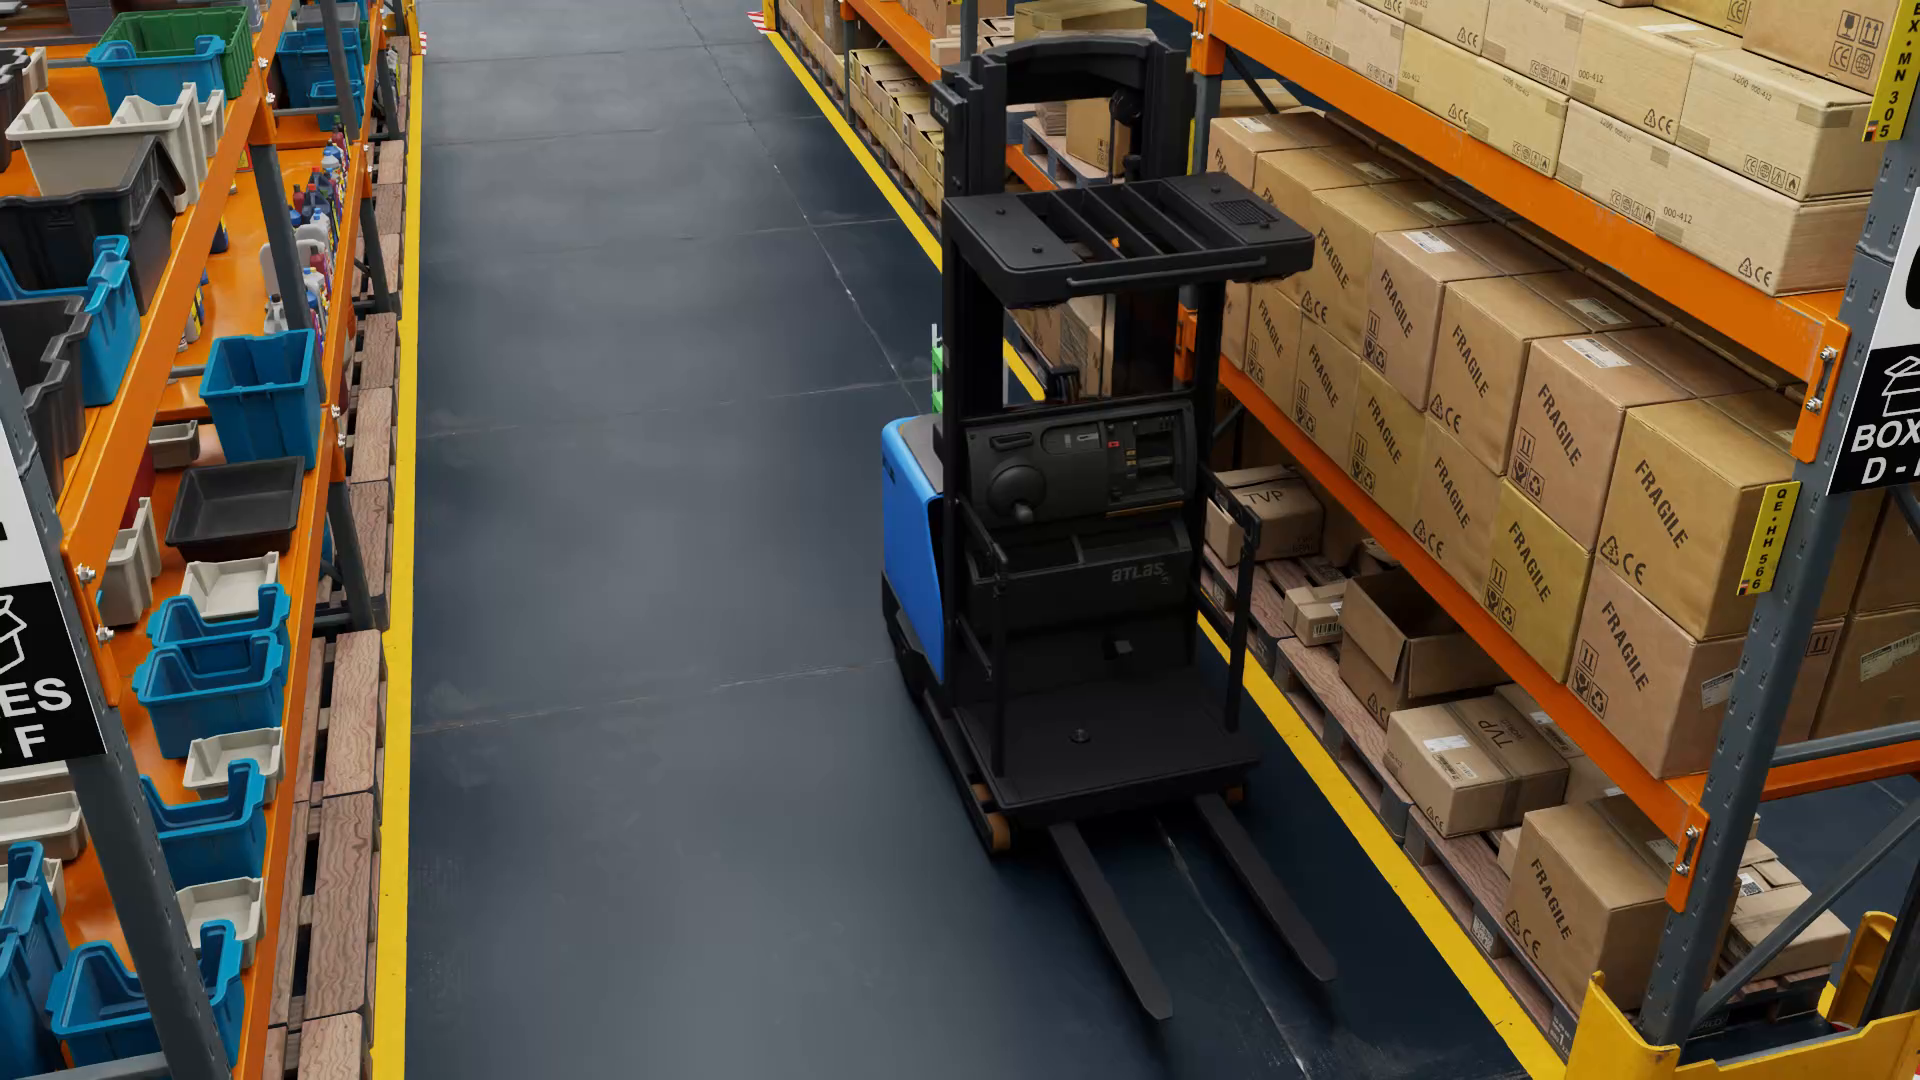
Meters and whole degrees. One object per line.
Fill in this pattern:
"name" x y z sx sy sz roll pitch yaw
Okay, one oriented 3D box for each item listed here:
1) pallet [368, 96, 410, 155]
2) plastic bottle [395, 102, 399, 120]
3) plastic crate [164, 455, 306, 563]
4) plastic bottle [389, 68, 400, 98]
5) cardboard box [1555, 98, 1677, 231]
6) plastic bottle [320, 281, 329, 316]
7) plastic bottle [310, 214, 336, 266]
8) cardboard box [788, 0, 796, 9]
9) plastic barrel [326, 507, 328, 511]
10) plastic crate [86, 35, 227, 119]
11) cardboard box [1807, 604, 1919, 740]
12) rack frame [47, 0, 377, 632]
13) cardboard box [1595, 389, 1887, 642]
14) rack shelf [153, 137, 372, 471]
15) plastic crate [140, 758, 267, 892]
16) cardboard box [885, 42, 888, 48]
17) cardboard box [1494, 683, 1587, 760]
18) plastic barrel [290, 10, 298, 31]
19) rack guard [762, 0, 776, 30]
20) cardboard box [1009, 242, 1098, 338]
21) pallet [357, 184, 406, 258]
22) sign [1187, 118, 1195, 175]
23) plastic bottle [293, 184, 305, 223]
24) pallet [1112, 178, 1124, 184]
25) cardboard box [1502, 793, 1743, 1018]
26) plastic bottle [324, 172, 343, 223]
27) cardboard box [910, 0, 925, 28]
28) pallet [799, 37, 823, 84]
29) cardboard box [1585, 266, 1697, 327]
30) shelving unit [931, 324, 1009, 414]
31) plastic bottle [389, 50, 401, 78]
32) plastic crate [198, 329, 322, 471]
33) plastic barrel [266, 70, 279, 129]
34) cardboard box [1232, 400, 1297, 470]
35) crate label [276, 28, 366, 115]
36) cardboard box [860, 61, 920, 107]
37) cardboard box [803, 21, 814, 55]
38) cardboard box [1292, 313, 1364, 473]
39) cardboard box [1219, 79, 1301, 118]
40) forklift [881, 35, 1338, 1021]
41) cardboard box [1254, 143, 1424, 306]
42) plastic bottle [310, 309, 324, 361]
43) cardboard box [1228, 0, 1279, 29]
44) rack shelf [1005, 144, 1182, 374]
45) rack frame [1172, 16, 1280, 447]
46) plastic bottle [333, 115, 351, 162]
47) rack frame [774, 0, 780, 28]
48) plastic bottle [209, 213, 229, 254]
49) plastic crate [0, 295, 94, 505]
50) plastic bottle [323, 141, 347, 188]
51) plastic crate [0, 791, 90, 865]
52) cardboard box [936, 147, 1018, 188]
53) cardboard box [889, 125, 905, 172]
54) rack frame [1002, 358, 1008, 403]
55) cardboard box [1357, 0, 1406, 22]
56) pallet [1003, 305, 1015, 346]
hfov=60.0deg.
"pallet" -5.476 -3.689 14.913 1.003 0.211 1.213 -8 31 -13
"plastic bottle" -5.027 -3.807 14.687 0.097 0.201 0.097 0 30 0
"plastic crate" -2.658 -0.104 6.151 0.437 0.125 0.590 -8 31 -13
"plastic bottle" -5.206 -4.202 15.288 0.061 0.283 0.133 -6 31 -11
"cardboard box" 2.111 -1.116 4.840 0.500 0.250 0.500 -8 31 -13
"plastic bottle" -3.097 -1.174 7.982 0.097 0.201 0.097 0 30 0
"plastic bottle" -3.282 -1.540 8.544 0.097 0.271 0.097 0 30 0
"cardboard box" -1.560 -5.941 17.597 0.500 0.500 0.500 -8 31 -13
"plastic barrel" -3.530 -0.583 8.438 0.600 0.901 0.708 -8 31 -13
"plastic crate" -2.665 -1.531 5.573 0.416 0.233 0.300 -8 31 -13
"cardboard box" 2.761 0.280 5.172 0.500 0.500 0.500 -7 31 -12
"rack frame" -3.214 -0.702 6.969 1.000 3.000 0.127 -8 31 -13
"cardboard box" 2.241 -0.082 4.799 0.500 0.500 0.500 -8 31 -14
"rack shelf" -3.745 -1.357 8.818 1.077 0.370 4.000 -8 31 -13
"plastic crate" -2.075 0.795 4.489 0.416 0.233 0.300 -8 31 -13
"cardboard box" -0.522 -5.045 16.049 0.500 0.500 0.500 -8 31 -13
"cardboard box" 2.488 0.789 6.698 0.500 0.250 0.500 -8 31 -13
"plastic barrel" -5.134 -3.847 12.539 0.301 0.262 0.301 0 30 0
"rack guard" -1.629 -6.085 18.763 1.175 0.500 0.348 -8 31 -13
"cardboard box" 0.619 -1.647 10.657 0.500 0.500 0.500 -8 31 -14
"pallet" -4.764 -2.395 12.677 1.003 0.211 1.213 -8 31 -13
"sign" 1.028 -1.785 7.683 0.100 0.325 0.005 -8 31 -13
"plastic bottle" -3.544 -1.785 8.955 0.061 0.283 0.133 -8 31 -13
"pallet" 1.456 -1.676 8.844 1.003 0.211 1.213 -8 31 -13
"cardboard box" 2.242 1.234 5.679 0.500 0.500 0.500 -8 31 -13
"plastic bottle" -3.454 -1.893 9.143 0.061 0.283 0.133 -8 31 -13
"cardboard box" -0.100 -4.397 13.252 0.500 0.500 0.500 -8 31 -13
"pallet" -1.059 -4.996 17.171 1.003 0.211 1.213 -8 31 -13
"cardboard box" 2.486 -0.646 5.774 0.500 0.500 0.500 -7 31 -13
"shelving unit" 0.044 -0.439 8.311 0.258 1.200 0.503 -8 31 -13
"plastic bottle" -5.449 -4.555 15.906 0.152 0.276 0.135 -8 31 -13
"plastic crate" -2.762 -0.541 6.647 0.392 0.384 0.575 -8 31 -13
"plastic barrel" -4.691 -2.877 10.590 0.600 0.536 0.708 -8 31 -13
"cardboard box" 1.669 -0.734 9.079 0.500 0.500 0.500 -9 31 -16
"crate label" -4.279 -3.165 11.189 0.502 0.435 0.616 -8 31 -13
"cardboard box" -0.564 -3.982 14.401 0.500 0.311 0.500 -8 31 -14
"cardboard box" -1.298 -5.133 16.950 0.500 0.250 0.500 -8 31 -13
"cardboard box" 1.705 -0.631 6.746 0.500 0.500 0.500 -8 31 -14
"cardboard box" 1.409 -2.166 8.979 0.700 0.500 0.500 -3 30 -5
"forklift" 0.541 -0.249 6.254 1.130 2.935 3.031 -9 31 -14
"cardboard box" 1.554 -1.321 6.940 0.500 0.500 0.500 -9 31 -15
"plastic bottle" -2.936 -0.950 7.513 0.061 0.283 0.133 -8 31 -13
"cardboard box" 1.453 -2.325 6.927 0.500 0.250 0.500 -8 31 -13
"rack shelf" 1.032 -2.014 9.953 1.077 0.370 4.000 -8 31 -13
"rack frame" 1.562 -1.359 8.104 1.000 3.000 0.127 -8 31 -13
"plastic bottle" -3.757 -2.445 10.096 0.061 0.283 0.133 -8 31 -13
"rack frame" -1.623 -7.155 18.117 1.000 3.000 0.127 -8 31 -13
"plastic bottle" -3.955 -1.699 8.739 0.144 0.351 0.185 -8 31 -13
"plastic crate" -1.986 -0.235 3.298 0.497 0.269 0.590 -8 31 -13
"plastic bottle" -3.631 -2.176 9.644 0.097 0.271 0.097 0 30 0
"plastic crate" -2.607 0.806 4.566 0.396 0.136 0.243 -8 31 -13
"cardboard box" 0.124 -2.746 12.265 0.500 0.311 0.500 -7 31 -12
"cardboard box" -0.284 -3.244 13.686 0.500 0.250 0.500 -7 31 -12
"rack frame" 0.109 -0.321 8.108 0.240 1.200 0.015 -8 31 -13
"cardboard box" 1.708 -2.057 5.965 0.500 0.250 0.500 -8 31 -13
"pallet" 0.662 -1.718 11.508 1.003 0.211 1.213 -8 31 -13
